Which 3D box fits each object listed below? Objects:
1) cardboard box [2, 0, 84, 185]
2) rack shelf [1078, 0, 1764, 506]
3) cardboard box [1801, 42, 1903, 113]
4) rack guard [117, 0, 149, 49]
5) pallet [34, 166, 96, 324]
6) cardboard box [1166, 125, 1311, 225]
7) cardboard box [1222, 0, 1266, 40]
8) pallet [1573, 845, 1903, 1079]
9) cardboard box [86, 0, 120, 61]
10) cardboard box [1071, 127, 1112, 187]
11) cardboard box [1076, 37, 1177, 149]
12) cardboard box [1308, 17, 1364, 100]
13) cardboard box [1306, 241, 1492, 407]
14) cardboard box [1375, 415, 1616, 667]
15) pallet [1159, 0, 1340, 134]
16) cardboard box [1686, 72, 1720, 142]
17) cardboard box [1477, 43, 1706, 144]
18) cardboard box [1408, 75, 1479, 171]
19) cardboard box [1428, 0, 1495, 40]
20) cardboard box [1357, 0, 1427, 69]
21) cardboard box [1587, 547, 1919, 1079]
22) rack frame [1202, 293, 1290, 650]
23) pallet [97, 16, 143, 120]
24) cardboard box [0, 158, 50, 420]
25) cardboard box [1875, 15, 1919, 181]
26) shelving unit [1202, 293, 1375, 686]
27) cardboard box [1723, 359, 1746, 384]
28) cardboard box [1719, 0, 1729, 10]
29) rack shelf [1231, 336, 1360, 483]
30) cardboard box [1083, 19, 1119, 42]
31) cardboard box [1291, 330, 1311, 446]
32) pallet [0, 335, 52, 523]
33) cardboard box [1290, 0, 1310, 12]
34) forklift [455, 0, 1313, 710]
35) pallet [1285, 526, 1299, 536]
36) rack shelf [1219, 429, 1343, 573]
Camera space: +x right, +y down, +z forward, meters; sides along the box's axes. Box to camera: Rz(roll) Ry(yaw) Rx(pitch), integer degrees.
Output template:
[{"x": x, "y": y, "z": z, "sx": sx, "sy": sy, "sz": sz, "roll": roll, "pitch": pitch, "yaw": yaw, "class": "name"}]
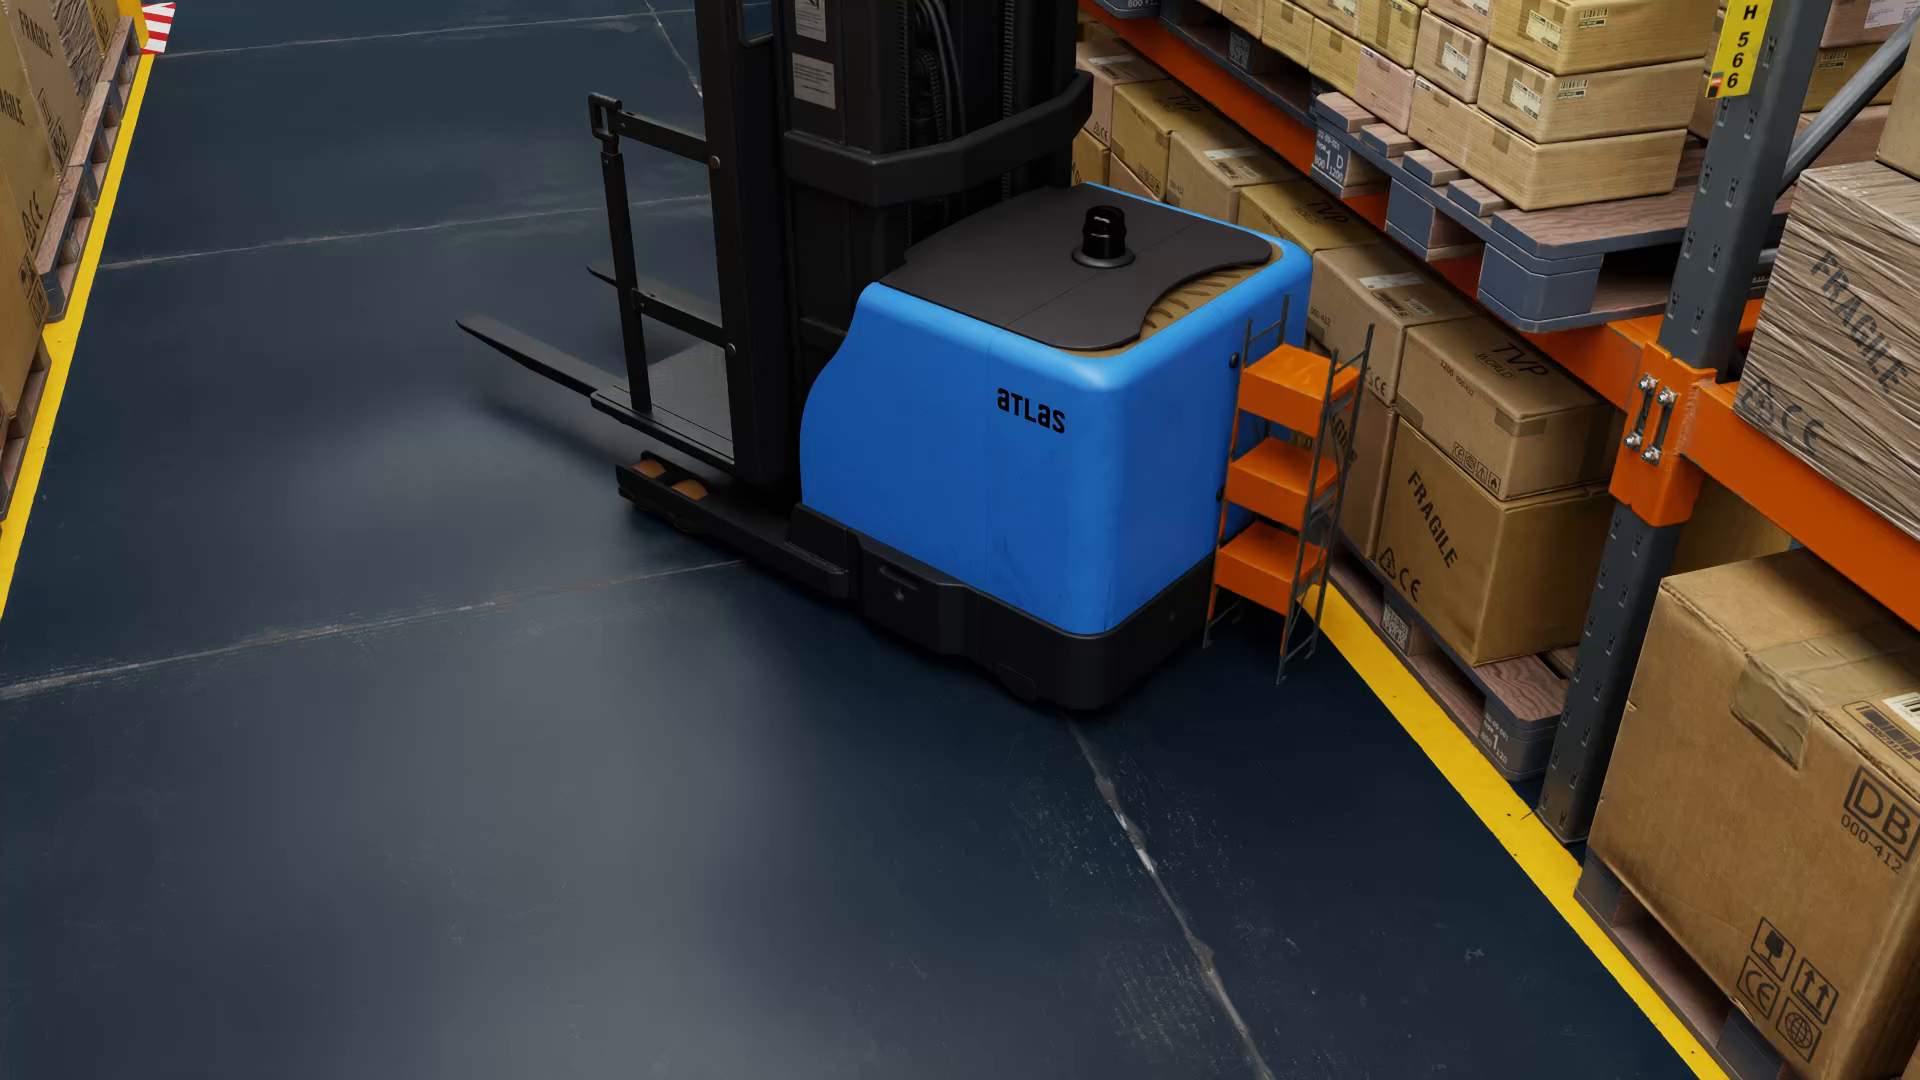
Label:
[{"x": -4.429, "y": -2.050, "z": 7.177, "sx": 0.875, "sy": 0.875, "sz": 0.875, "roll": -10, "pitch": 35, "yaw": -15, "class": "cardboard box"}, {"x": 1.335, "y": -1.359, "z": 5.239, "sx": 1.077, "sy": 0.370, "sz": 4.000, "roll": -10, "pitch": 35, "yaw": -15, "class": "rack shelf"}, {"x": 1.989, "y": -1.091, "z": 3.758, "sx": 0.380, "sy": 0.149, "sz": 0.250, "roll": -8, "pitch": 34, "yaw": -13, "class": "cardboard box"}, {"x": -5.257, "y": -2.998, "z": 9.334, "sx": 1.175, "sy": 0.500, "sz": 0.348, "roll": -10, "pitch": 35, "yaw": -15, "class": "rack guard"}, {"x": -4.187, "y": -1.177, "z": 6.840, "sx": 1.003, "sy": 0.211, "sz": 1.213, "roll": -10, "pitch": 35, "yaw": -15, "class": "pallet"}, {"x": 1.015, "y": -1.175, "z": 5.513, "sx": 0.500, "sy": 0.250, "sz": 0.500, "roll": -9, "pitch": 34, "yaw": -13, "class": "cardboard box"}, {"x": 0.971, "y": -1.536, "z": 4.700, "sx": 0.380, "sy": 0.149, "sz": 0.250, "roll": -9, "pitch": 35, "yaw": -13, "class": "cardboard box"}, {"x": 2.114, "y": 0.981, "z": 3.575, "sx": 1.003, "sy": 0.211, "sz": 1.213, "roll": -10, "pitch": 35, "yaw": -15, "class": "pallet"}, {"x": -4.978, "y": -2.995, "z": 8.608, "sx": 0.875, "sy": 0.875, "sz": 0.875, "roll": -10, "pitch": 35, "yaw": -15, "class": "cardboard box"}, {"x": 0.698, "y": -1.409, "z": 6.548, "sx": 0.500, "sy": 0.500, "sz": 0.500, "roll": -9, "pitch": 34, "yaw": -13, "class": "cardboard box"}, {"x": 0.699, "y": -1.722, "z": 6.342, "sx": 0.500, "sy": 0.250, "sz": 0.500, "roll": -12, "pitch": 35, "yaw": -17, "class": "cardboard box"}, {"x": 1.131, "y": -1.259, "z": 4.281, "sx": 0.380, "sy": 0.149, "sz": 0.250, "roll": -10, "pitch": 35, "yaw": -15, "class": "cardboard box"}, {"x": 1.322, "y": -0.633, "z": 4.693, "sx": 0.500, "sy": 0.250, "sz": 0.500, "roll": -10, "pitch": 35, "yaw": -14, "class": "cardboard box"}, {"x": 1.495, "y": -0.043, "z": 4.481, "sx": 0.500, "sy": 0.500, "sz": 0.500, "roll": -10, "pitch": 35, "yaw": -15, "class": "cardboard box"}, {"x": 1.302, "y": -1.562, "z": 5.067, "sx": 1.003, "sy": 0.211, "sz": 1.213, "roll": -10, "pitch": 35, "yaw": -15, "class": "pallet"}, {"x": 1.919, "y": -1.090, "z": 4.025, "sx": 0.380, "sy": 0.149, "sz": 0.250, "roll": -8, "pitch": 34, "yaw": -12, "class": "cardboard box"}, {"x": 1.361, "y": -0.987, "z": 3.600, "sx": 0.380, "sy": 0.149, "sz": 0.250, "roll": -9, "pitch": 35, "yaw": -14, "class": "cardboard box"}, {"x": 1.283, "y": -0.992, "z": 3.878, "sx": 0.380, "sy": 0.149, "sz": 0.250, "roll": -10, "pitch": 35, "yaw": -15, "class": "cardboard box"}, {"x": 1.285, "y": -1.240, "z": 3.714, "sx": 0.380, "sy": 0.149, "sz": 0.250, "roll": -10, "pitch": 35, "yaw": -15, "class": "cardboard box"}, {"x": 1.195, "y": -1.264, "z": 4.020, "sx": 0.380, "sy": 0.149, "sz": 0.250, "roll": -9, "pitch": 35, "yaw": -14, "class": "cardboard box"}, {"x": 2.045, "y": 0.489, "z": 3.449, "sx": 1.050, "sy": 0.750, "sz": 0.750, "roll": -10, "pitch": 35, "yaw": -15, "class": "cardboard box"}, {"x": 0.774, "y": -0.162, "z": 4.530, "sx": 0.008, "sy": 1.050, "sz": 0.200, "roll": 26, "pitch": 42, "yaw": 31, "class": "rack frame"}, {"x": -4.931, "y": -2.459, "z": 8.779, "sx": 1.003, "sy": 0.211, "sz": 1.213, "roll": -10, "pitch": 35, "yaw": -15, "class": "pallet"}, {"x": -3.815, "y": -0.885, "z": 5.414, "sx": 1.225, "sy": 0.875, "sz": 0.875, "roll": -10, "pitch": 35, "yaw": -15, "class": "cardboard box"}, {"x": 2.072, "y": -0.831, "z": 2.789, "sx": 0.700, "sy": 0.500, "sz": 0.500, "roll": -10, "pitch": 35, "yaw": -15, "class": "cardboard box"}, {"x": 0.867, "y": -0.116, "z": 4.466, "sx": 0.252, "sy": 1.050, "sz": 0.215, "roll": 26, "pitch": 42, "yaw": 31, "class": "shelving unit"}, {"x": 1.965, "y": -0.457, "z": 4.428, "sx": 0.500, "sy": 0.250, "sz": 0.500, "roll": -12, "pitch": 35, "yaw": -17, "class": "cardboard box"}, {"x": 1.904, "y": -1.344, "z": 3.870, "sx": 0.380, "sy": 0.149, "sz": 0.250, "roll": -11, "pitch": 35, "yaw": -16, "class": "cardboard box"}, {"x": 0.873, "y": -0.341, "z": 4.311, "sx": 0.240, "sy": 0.259, "sz": 0.215, "roll": 26, "pitch": 42, "yaw": 31, "class": "rack shelf"}, {"x": 0.790, "y": -2.314, "z": 7.696, "sx": 0.380, "sy": 0.149, "sz": 0.250, "roll": -8, "pitch": 34, "yaw": -12, "class": "cardboard box"}, {"x": 1.164, "y": -0.591, "z": 5.311, "sx": 0.500, "sy": 0.500, "sz": 0.500, "roll": -12, "pitch": 35, "yaw": -17, "class": "cardboard box"}, {"x": -3.722, "y": -0.373, "z": 5.622, "sx": 1.003, "sy": 0.211, "sz": 1.213, "roll": -10, "pitch": 35, "yaw": -15, "class": "pallet"}, {"x": 1.045, "y": -1.527, "z": 4.417, "sx": 0.380, "sy": 0.149, "sz": 0.250, "roll": -10, "pitch": 35, "yaw": -15, "class": "cardboard box"}, {"x": -0.475, "y": -1.445, "z": 4.778, "sx": 3.031, "sy": 2.935, "sz": 1.130, "roll": 25, "pitch": 41, "yaw": 33, "class": "forklift"}, {"x": 1.340, "y": -0.496, "z": 5.809, "sx": 1.003, "sy": 0.211, "sz": 1.213, "roll": -10, "pitch": 35, "yaw": -15, "class": "pallet"}, {"x": 0.867, "y": -0.107, "z": 4.472, "sx": 0.240, "sy": 0.259, "sz": 0.215, "roll": 26, "pitch": 42, "yaw": 31, "class": "rack shelf"}]
